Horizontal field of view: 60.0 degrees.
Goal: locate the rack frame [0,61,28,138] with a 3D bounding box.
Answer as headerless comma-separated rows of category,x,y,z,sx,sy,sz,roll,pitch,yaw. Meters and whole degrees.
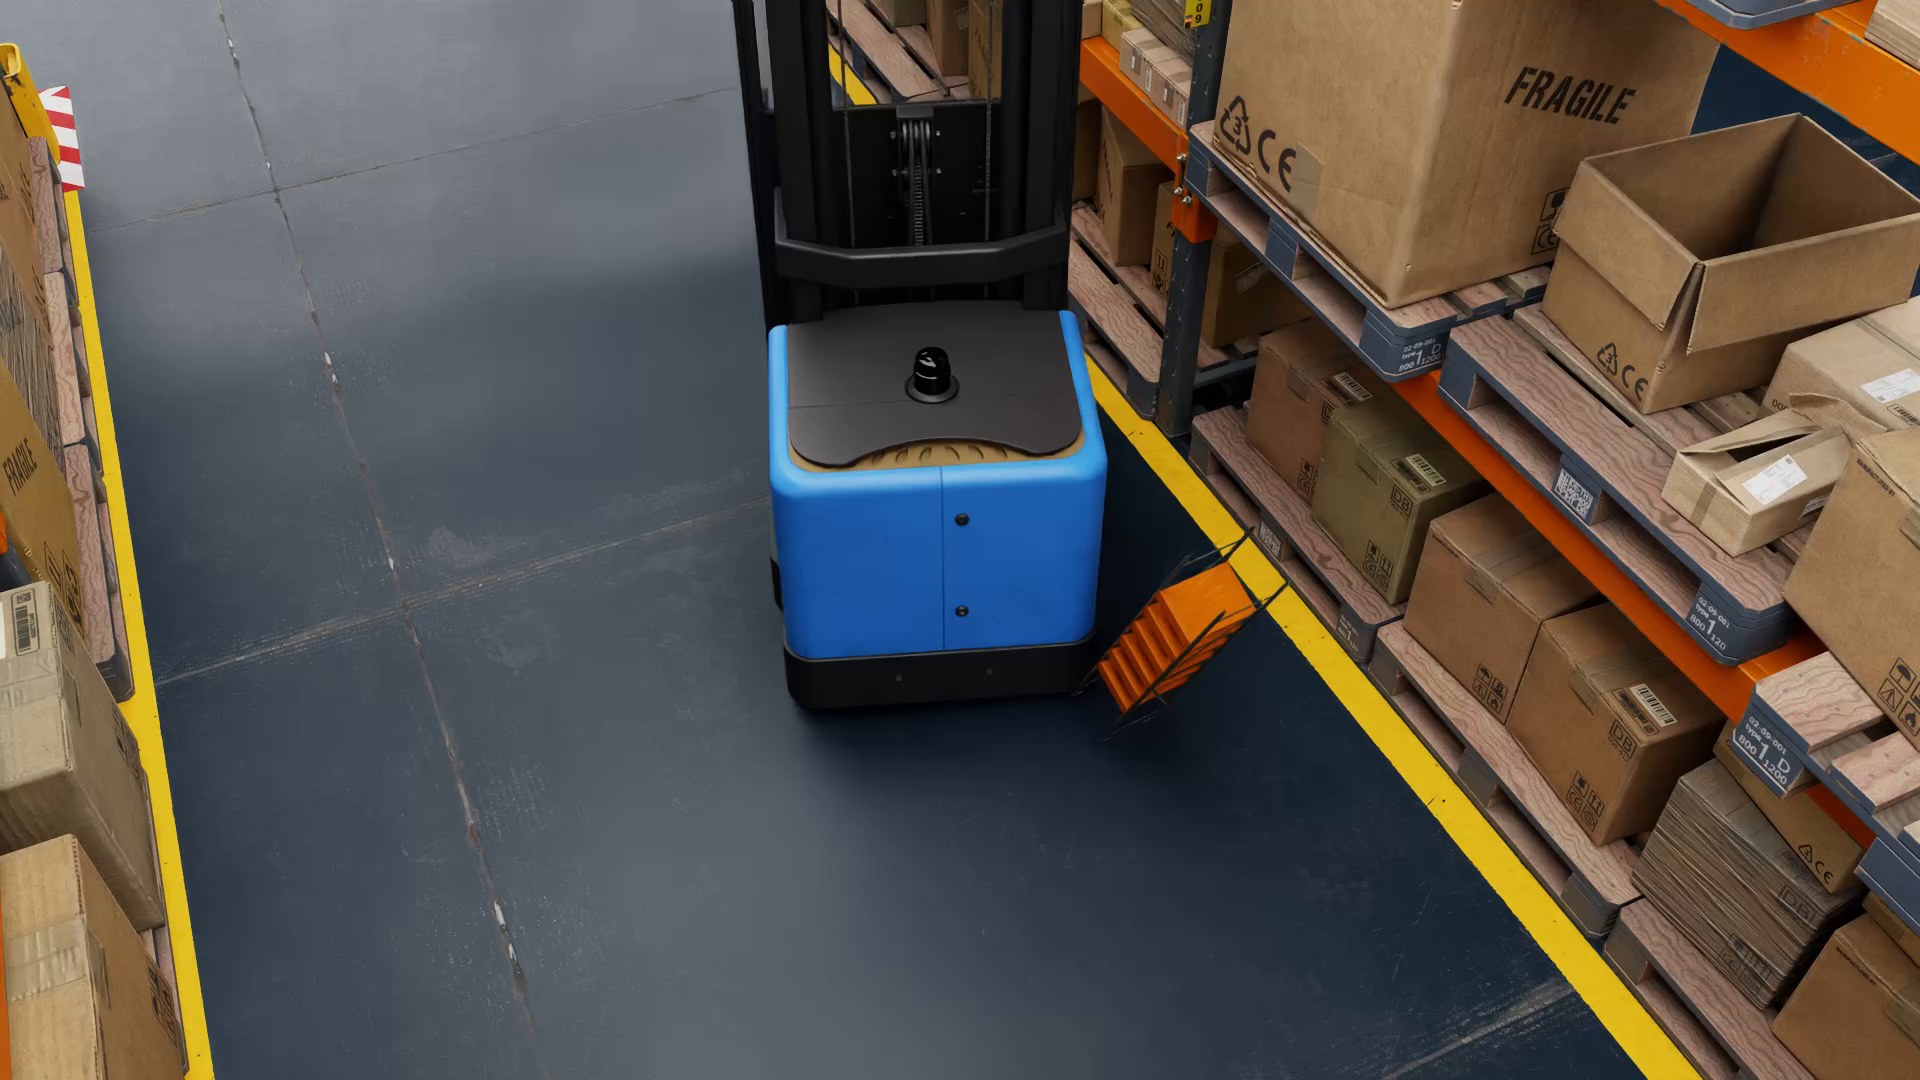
rack frame,-4.961,-2.802,6.954,1.000,3.000,0.127,-18,47,-17

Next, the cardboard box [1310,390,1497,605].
cardboard box,1.686,-0.213,5.796,0.700,0.500,0.500,-18,47,-18

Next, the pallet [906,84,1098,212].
pallet,0.433,-1.856,7.981,1.003,0.211,1.213,-18,47,-17

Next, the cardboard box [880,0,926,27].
cardboard box,-0.171,-3.059,8.695,0.500,0.500,0.500,-10,45,-10

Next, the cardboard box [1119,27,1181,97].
cardboard box,0.810,-1.776,6.093,0.380,0.149,0.250,-18,47,-17

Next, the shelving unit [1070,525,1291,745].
shelving unit,0.639,0.322,5.086,0.258,1.200,0.189,-22,73,-21

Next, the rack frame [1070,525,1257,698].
rack frame,0.597,0.244,5.111,0.240,1.200,0.006,-22,73,-21

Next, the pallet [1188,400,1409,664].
pallet,1.593,-0.165,6.267,1.003,0.211,1.213,-18,47,-17

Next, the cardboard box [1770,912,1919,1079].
cardboard box,2.646,1.208,4.356,0.700,0.500,0.500,-20,48,-19

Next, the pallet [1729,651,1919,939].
pallet,2.549,0.542,3.702,1.213,0.211,1.003,-18,47,-17

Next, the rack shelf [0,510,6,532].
rack shelf,-4.120,-1.271,5.915,1.077,0.370,4.000,-18,47,-17

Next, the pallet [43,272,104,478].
pallet,-4.044,-0.546,6.653,1.003,0.211,1.213,-18,47,-17

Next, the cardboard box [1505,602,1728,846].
cardboard box,2.156,0.499,5.075,0.700,0.500,0.500,-14,46,-14

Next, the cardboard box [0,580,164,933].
cardboard box,-2.936,0.768,4.639,1.050,0.750,0.750,-18,47,-18

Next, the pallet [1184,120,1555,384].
pallet,1.453,-1.055,5.320,1.003,0.211,1.213,-18,47,-17

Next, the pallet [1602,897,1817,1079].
pallet,2.619,1.390,4.691,1.003,0.211,1.213,-18,47,-17

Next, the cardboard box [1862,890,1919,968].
cardboard box,2.637,0.944,4.090,0.500,0.250,0.500,-16,47,-16

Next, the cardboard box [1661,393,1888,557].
cardboard box,2.000,-0.188,4.102,0.396,0.266,0.258,-19,48,-19

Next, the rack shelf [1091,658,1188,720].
rack shelf,0.581,0.436,5.340,0.258,0.103,0.180,-22,73,-21

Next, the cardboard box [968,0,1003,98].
cardboard box,0.358,-2.283,7.909,0.500,0.500,0.500,-14,46,-14

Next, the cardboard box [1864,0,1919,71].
cardboard box,2.094,-0.982,3.080,0.500,0.250,0.500,-17,47,-16

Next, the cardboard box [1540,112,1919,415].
cardboard box,2.077,-0.762,4.514,0.797,0.503,0.637,-14,46,-13

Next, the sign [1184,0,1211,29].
sign,0.775,-1.796,5.318,0.100,0.325,0.005,-18,47,-17

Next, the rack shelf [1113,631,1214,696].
rack shelf,0.630,0.340,5.126,0.258,0.103,0.180,-22,73,-21

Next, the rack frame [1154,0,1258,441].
rack frame,1.264,-1.653,5.790,1.000,3.000,0.127,-18,47,-17

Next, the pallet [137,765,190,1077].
pallet,-2.886,1.210,4.874,1.003,0.211,1.213,-18,47,-17

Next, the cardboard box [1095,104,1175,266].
cardboard box,0.884,-1.542,7.158,0.500,0.500,0.500,-5,45,-5

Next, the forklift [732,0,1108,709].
forklift,-0.182,-1.511,5.695,1.130,2.935,3.031,-3,45,-4

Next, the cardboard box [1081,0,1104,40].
cardboard box,0.553,-2.079,6.400,0.380,0.149,0.250,-18,47,-17

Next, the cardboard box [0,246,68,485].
cardboard box,-3.862,-0.640,5.977,0.875,0.875,0.875,-18,47,-17

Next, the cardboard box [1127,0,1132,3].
cardboard box,0.953,-2.428,6.293,0.875,0.500,0.500,-18,47,-17

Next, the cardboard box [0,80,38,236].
cardboard box,-4.616,-1.782,7.134,0.875,0.875,0.875,-18,47,-17

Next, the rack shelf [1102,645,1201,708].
rack shelf,0.605,0.388,5.233,0.258,0.103,0.180,-22,73,-21

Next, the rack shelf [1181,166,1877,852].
rack shelf,2.105,-0.122,4.751,1.077,0.370,4.000,-18,47,-17
